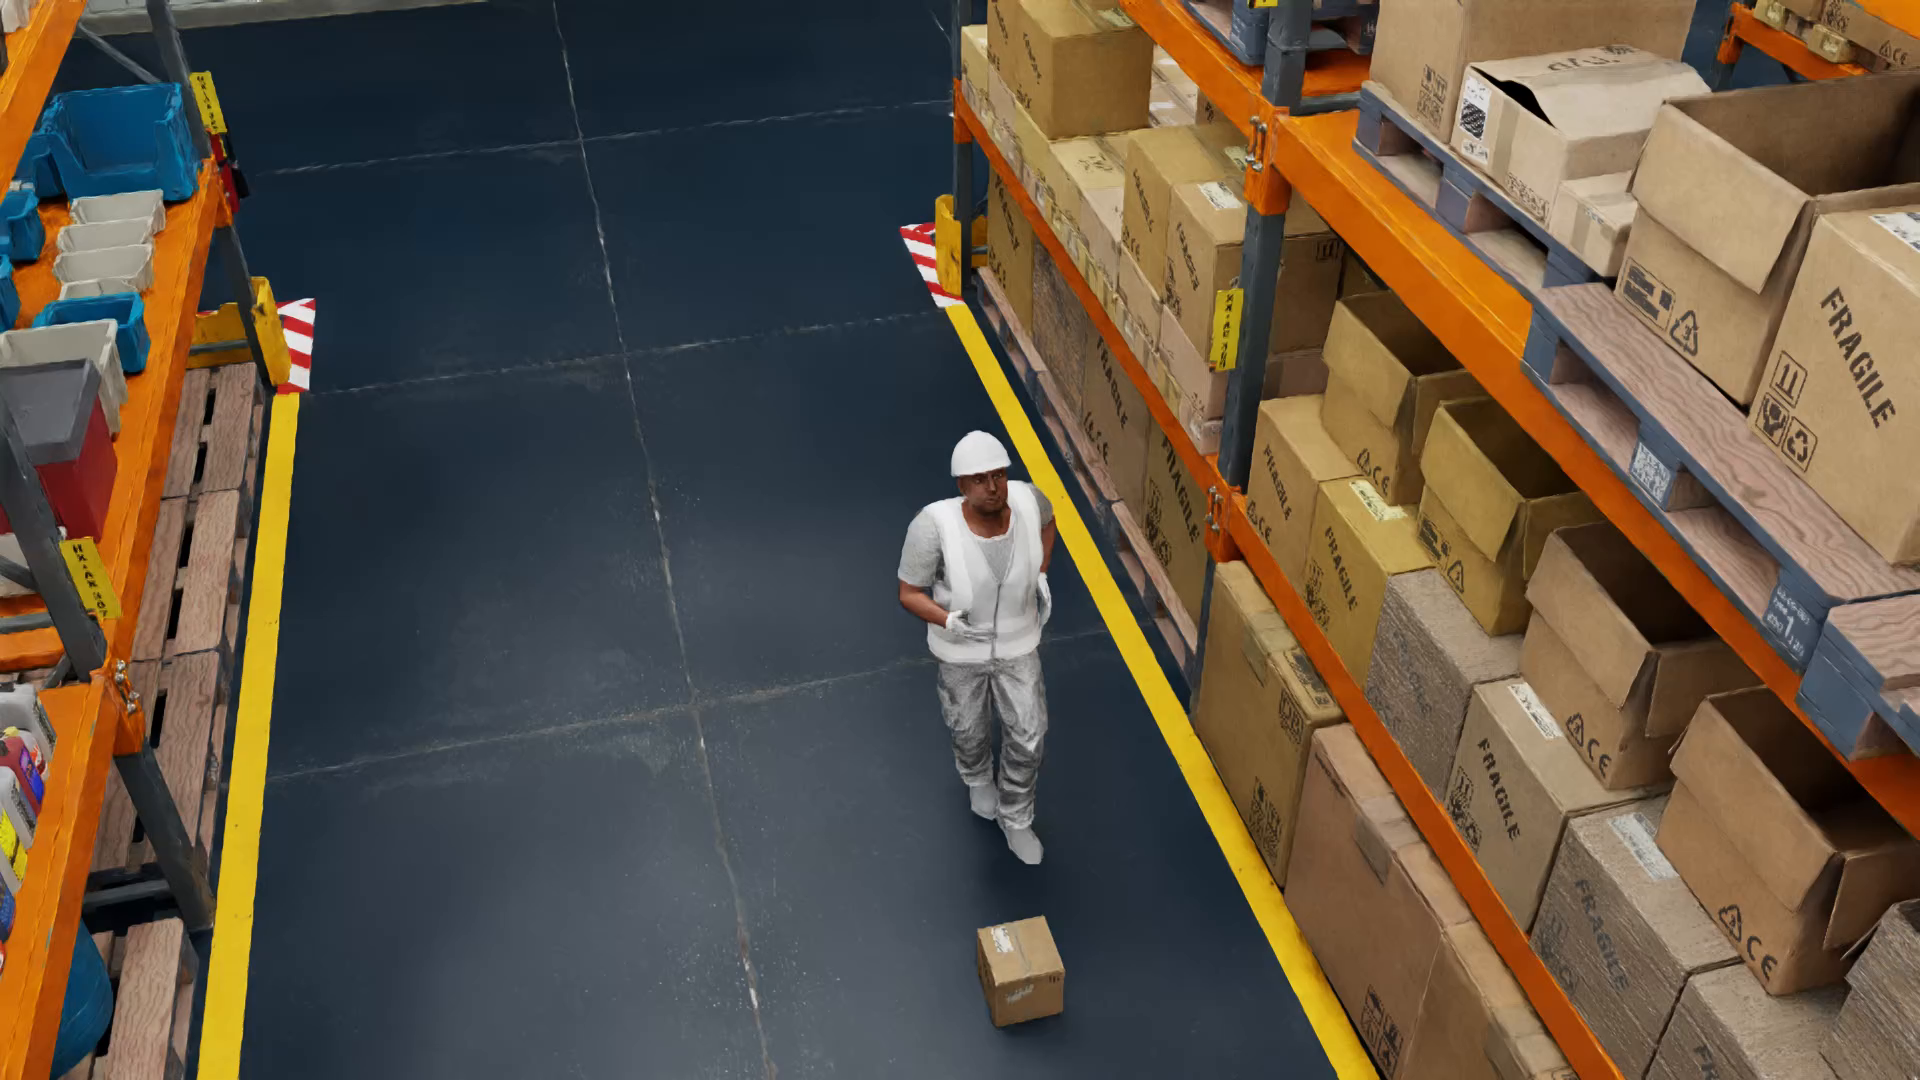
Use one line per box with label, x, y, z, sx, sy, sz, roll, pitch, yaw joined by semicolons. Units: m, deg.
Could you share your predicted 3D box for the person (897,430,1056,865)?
person;0.100;0.411;6.225;0.656;1.788;0.685;-7;38;-10
